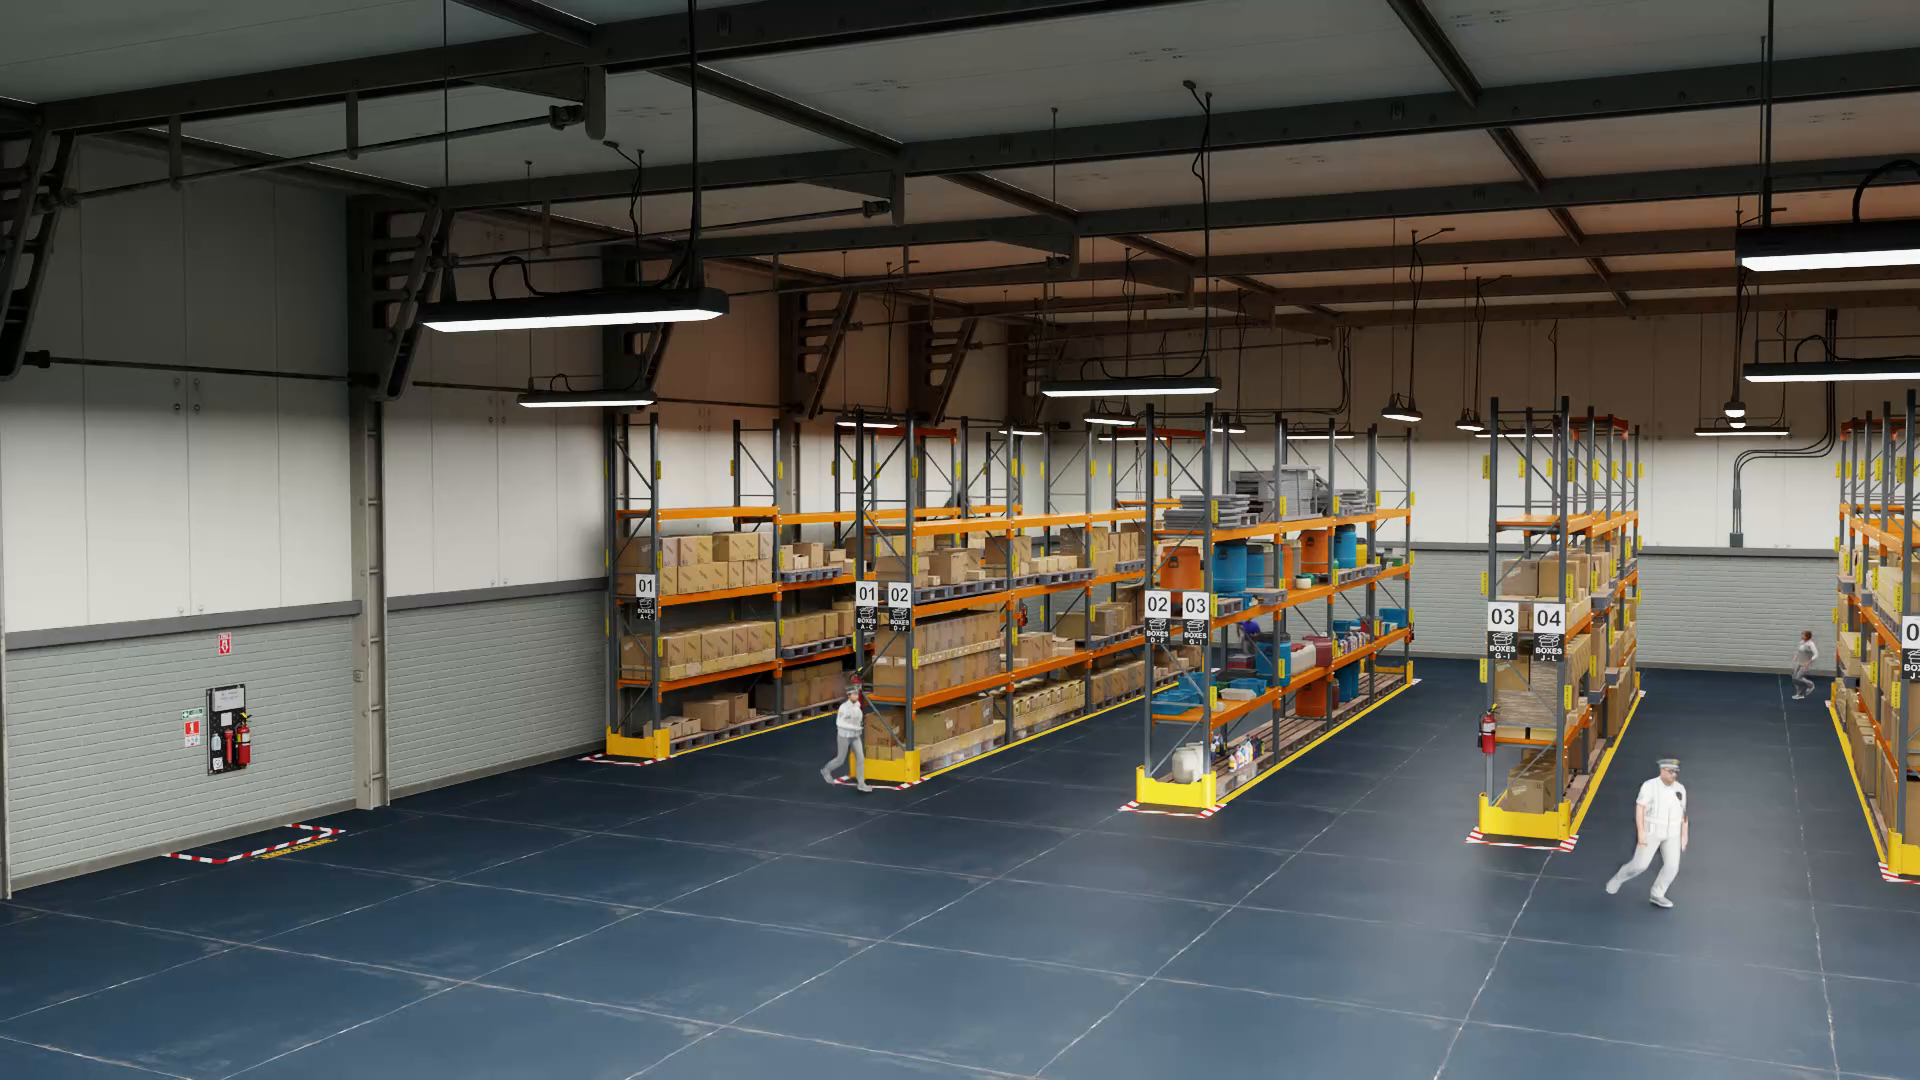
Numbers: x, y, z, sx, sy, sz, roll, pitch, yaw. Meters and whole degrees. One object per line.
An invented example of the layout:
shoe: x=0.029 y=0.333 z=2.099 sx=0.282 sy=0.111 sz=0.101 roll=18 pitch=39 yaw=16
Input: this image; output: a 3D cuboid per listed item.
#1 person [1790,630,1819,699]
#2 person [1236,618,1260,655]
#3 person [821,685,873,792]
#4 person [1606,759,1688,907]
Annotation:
person: x=18.409 y=2.728 z=36.204 sx=0.498 sy=1.525 sz=0.590 roll=0 pitch=2 yaw=-8
person: x=7.071 y=2.546 z=40.693 sx=0.617 sy=1.603 sz=0.965 roll=1 pitch=3 yaw=18
person: x=-1.766 y=3.060 z=25.878 sx=0.992 sy=1.653 sz=0.593 roll=2 pitch=3 yaw=42
person: x=7.942 y=3.329 z=19.165 sx=0.823 sy=1.697 sz=0.594 roll=0 pitch=2 yaw=-2
